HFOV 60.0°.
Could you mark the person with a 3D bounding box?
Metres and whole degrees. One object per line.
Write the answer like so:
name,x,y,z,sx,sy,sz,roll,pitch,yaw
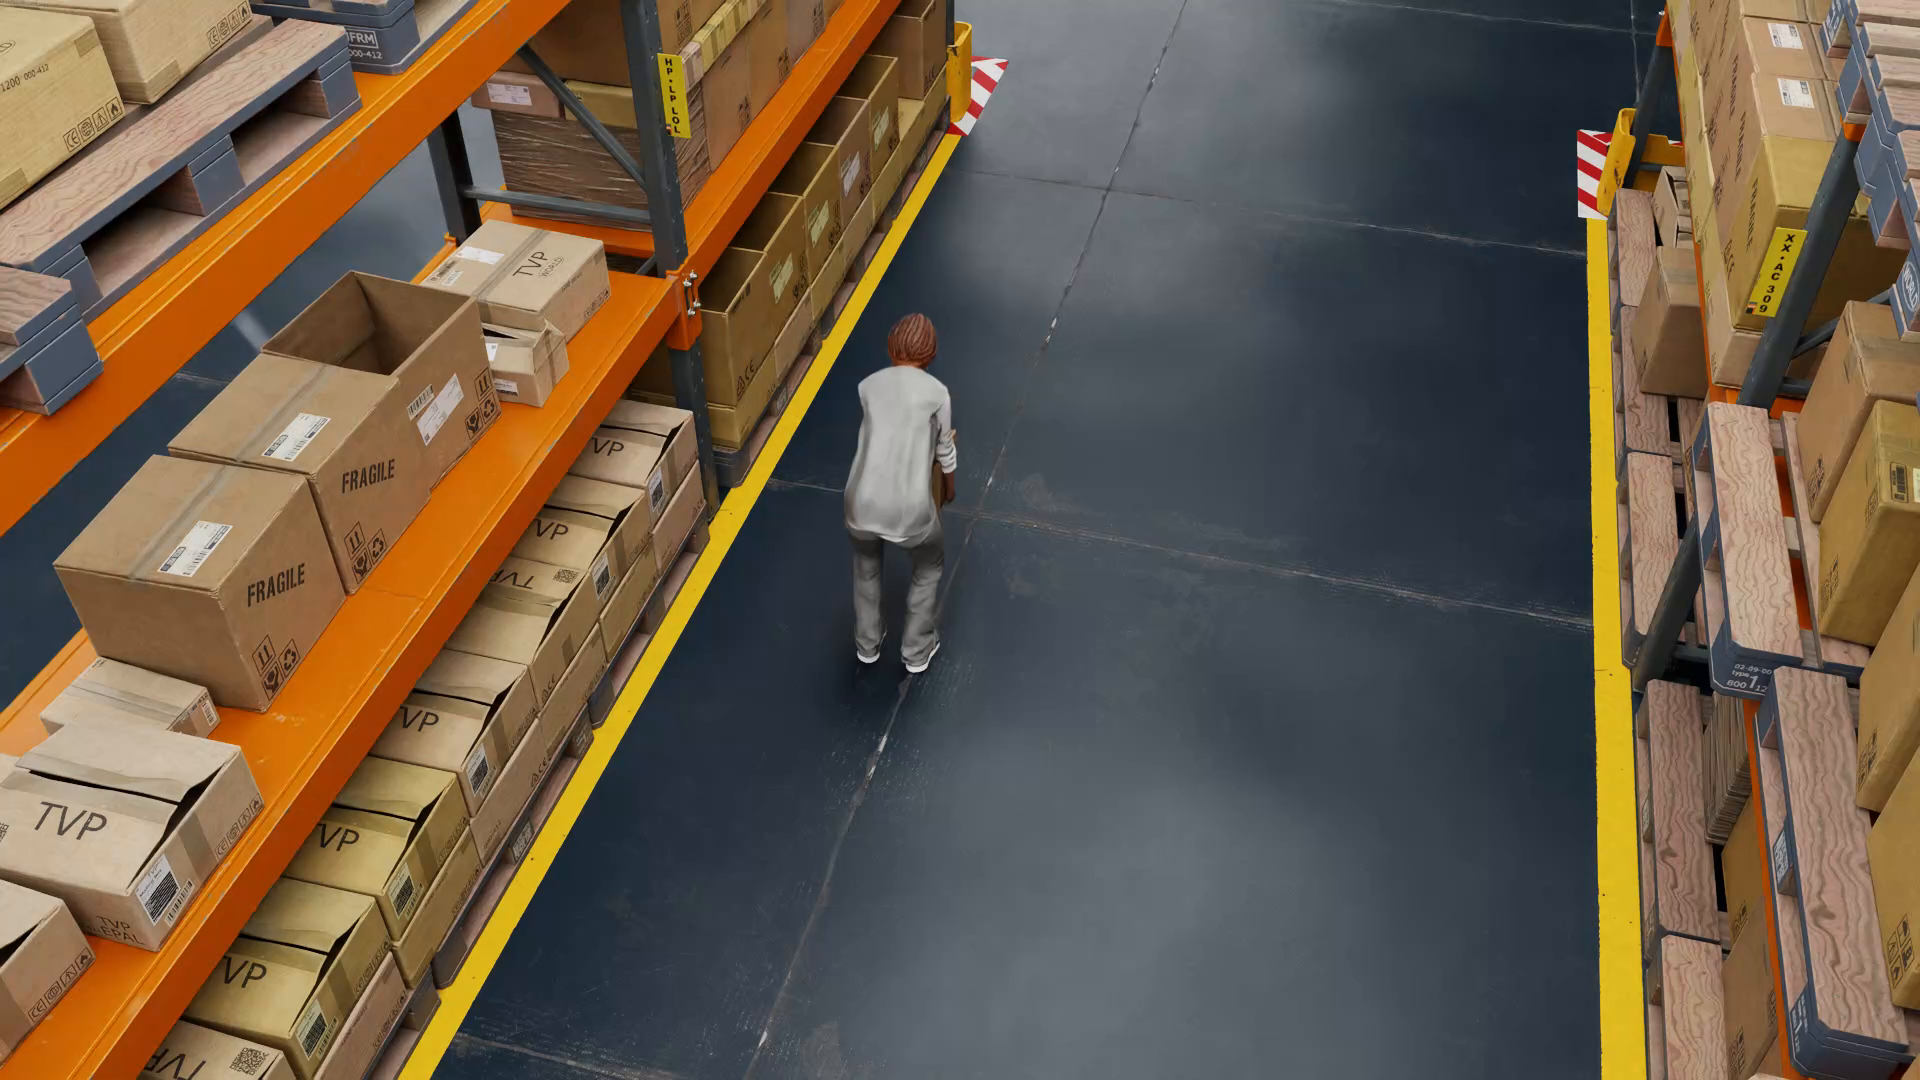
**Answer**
person,-0.219,-0.153,6.522,0.381,1.359,0.728,9,42,10
